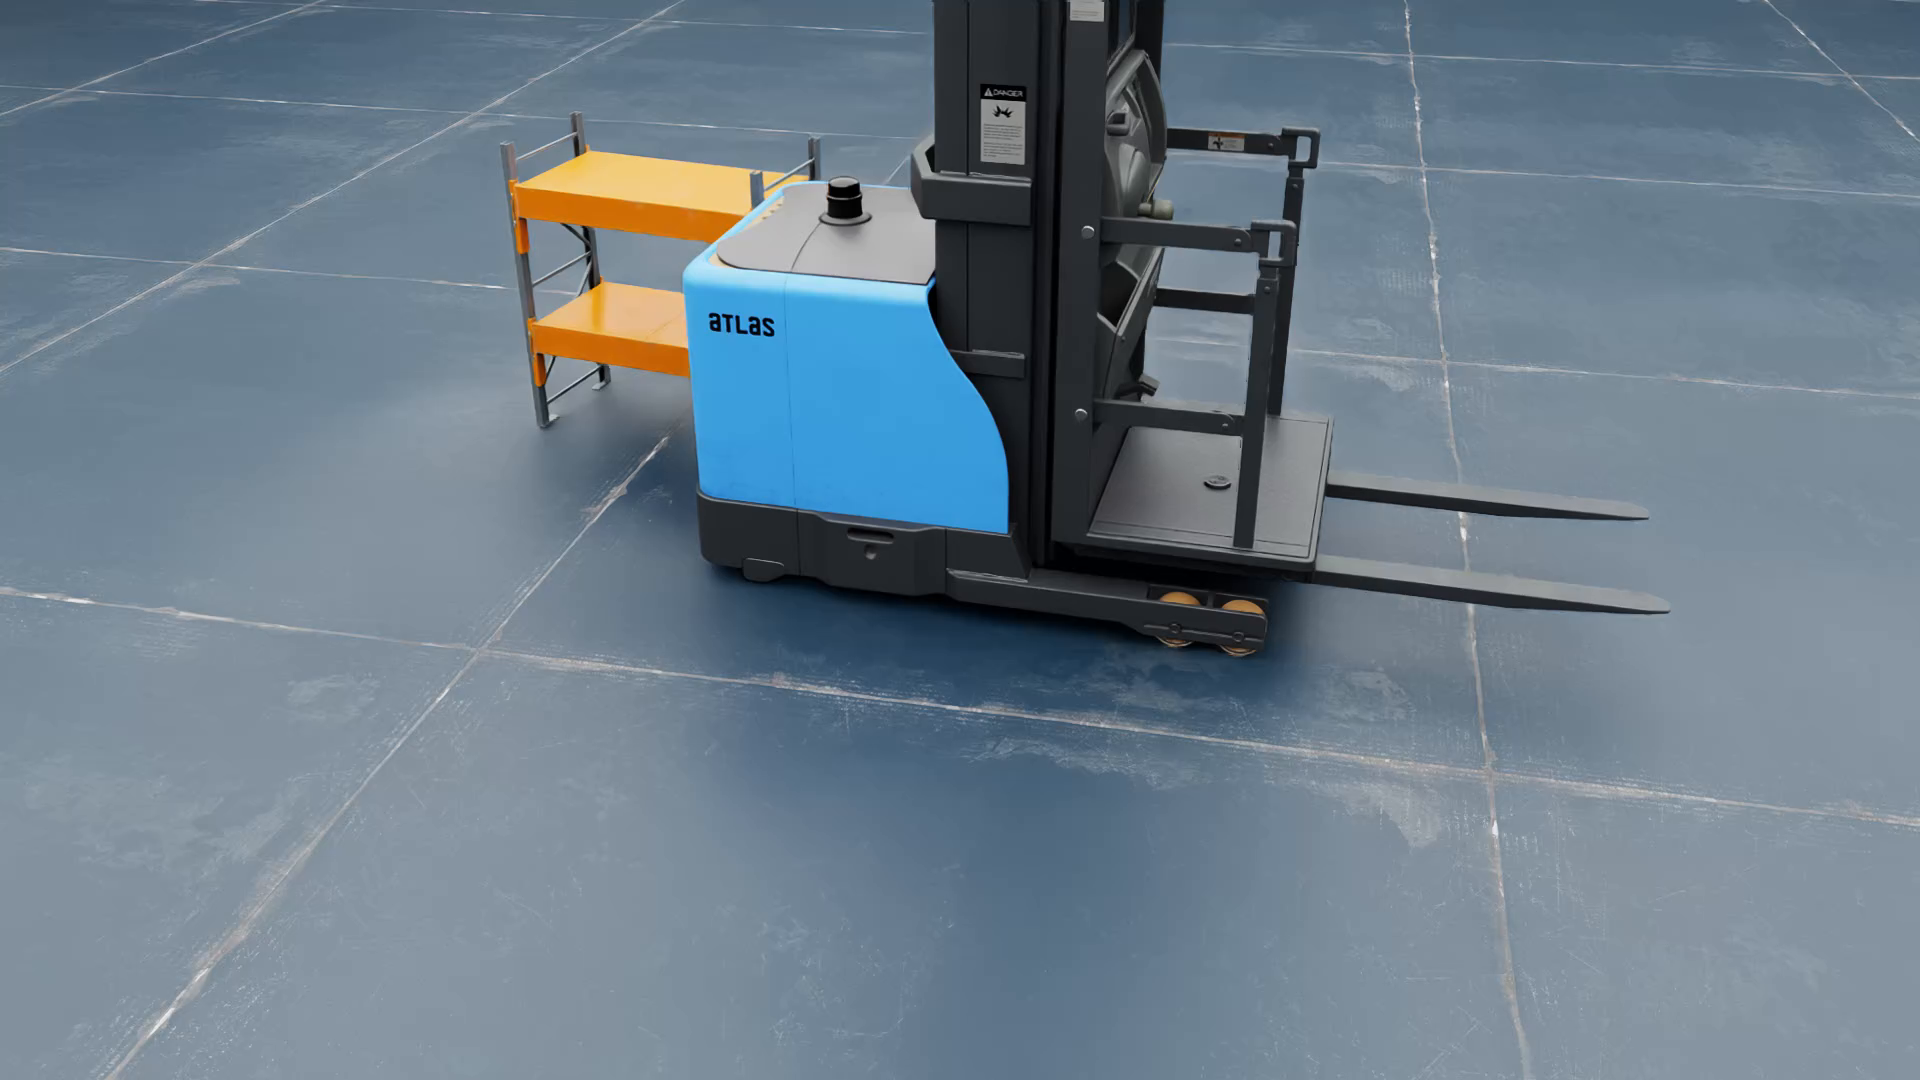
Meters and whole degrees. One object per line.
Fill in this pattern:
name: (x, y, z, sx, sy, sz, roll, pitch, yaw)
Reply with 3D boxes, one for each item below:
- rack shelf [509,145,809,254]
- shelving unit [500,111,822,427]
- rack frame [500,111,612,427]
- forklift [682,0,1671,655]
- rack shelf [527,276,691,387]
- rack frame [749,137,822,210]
rack shelf: (-1.092, -1.220, 6.198, 1.000, 0.278, 0.538, 11, 30, 19)
shelving unit: (-1.092, -0.964, 6.339, 1.048, 1.125, 0.538, 11, 30, 19)
rack frame: (-1.566, -1.052, 6.501, 0.032, 1.125, 0.500, 11, 30, 19)
forklift: (0.712, -1.215, 4.916, 3.031, 2.935, 1.130, 7, 29, 13)
rack shelf: (-1.092, -0.749, 6.456, 1.000, 0.278, 0.538, 11, 30, 19)
rack frame: (-0.619, -0.875, 6.176, 0.032, 1.125, 0.500, 11, 30, 19)
